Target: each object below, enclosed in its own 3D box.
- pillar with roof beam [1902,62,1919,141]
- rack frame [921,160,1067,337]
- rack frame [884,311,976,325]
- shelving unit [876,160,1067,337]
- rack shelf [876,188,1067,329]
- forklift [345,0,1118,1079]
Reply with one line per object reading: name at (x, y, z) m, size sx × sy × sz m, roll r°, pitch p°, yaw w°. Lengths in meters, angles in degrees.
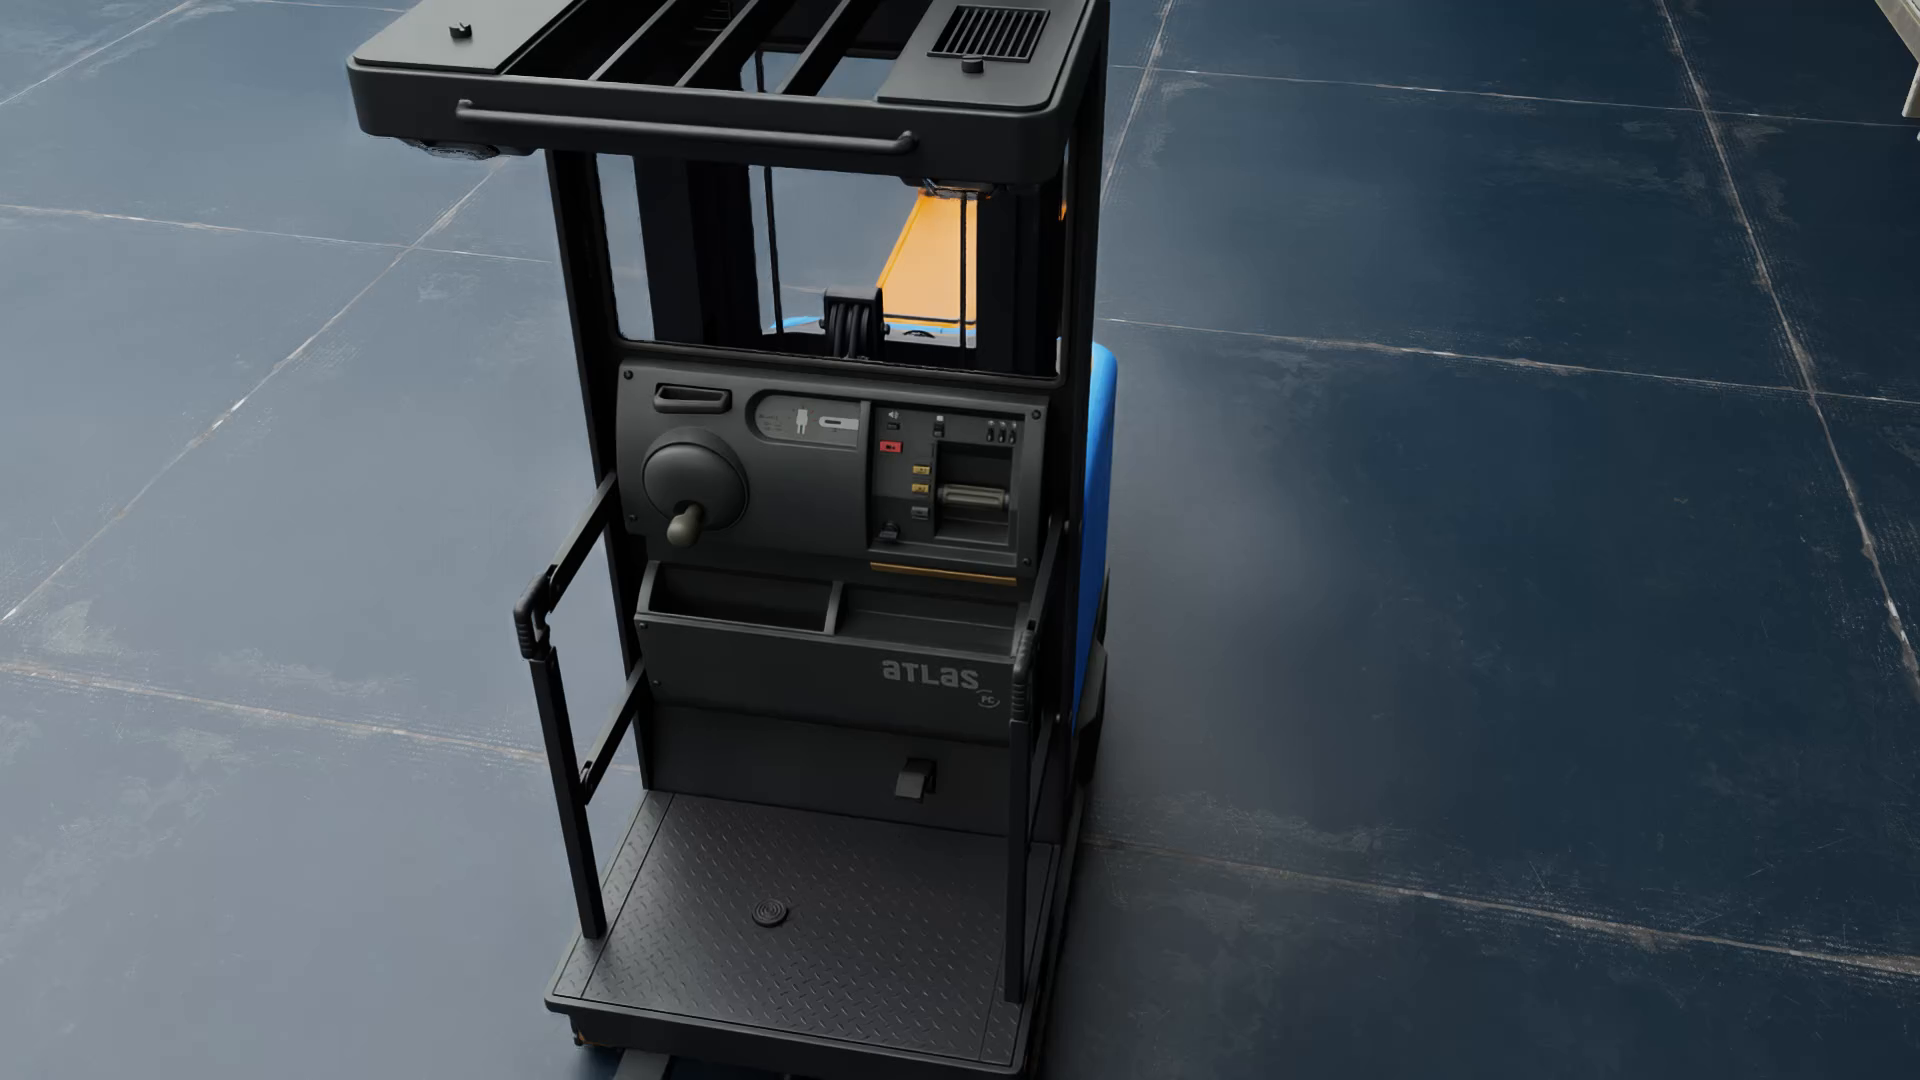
pillar with roof beam at (0.947, -6.339, 6.828) m, size 9.100 × 9.000 × 0.400 m, roll 7°, pitch 37°, yaw 10°
rack frame at (0.112, -0.843, 5.954) m, size 0.500 × 1.125 × 0.032 m, roll 6°, pitch 36°, yaw 9°
rack frame at (-0.074, -0.256, 5.145) m, size 0.500 × 1.125 × 0.032 m, roll 6°, pitch 36°, yaw 9°
shelving unit at (0.019, -0.549, 5.550) m, size 0.538 × 1.125 × 1.048 m, roll 6°, pitch 36°, yaw 9°
rack shelf at (0.019, -0.786, 5.378) m, size 0.538 × 0.278 × 1.000 m, roll 6°, pitch 36°, yaw 9°
forklift at (-0.318, -0.084, 3.369) m, size 1.130 × 2.935 × 3.031 m, roll 6°, pitch 36°, yaw 9°
